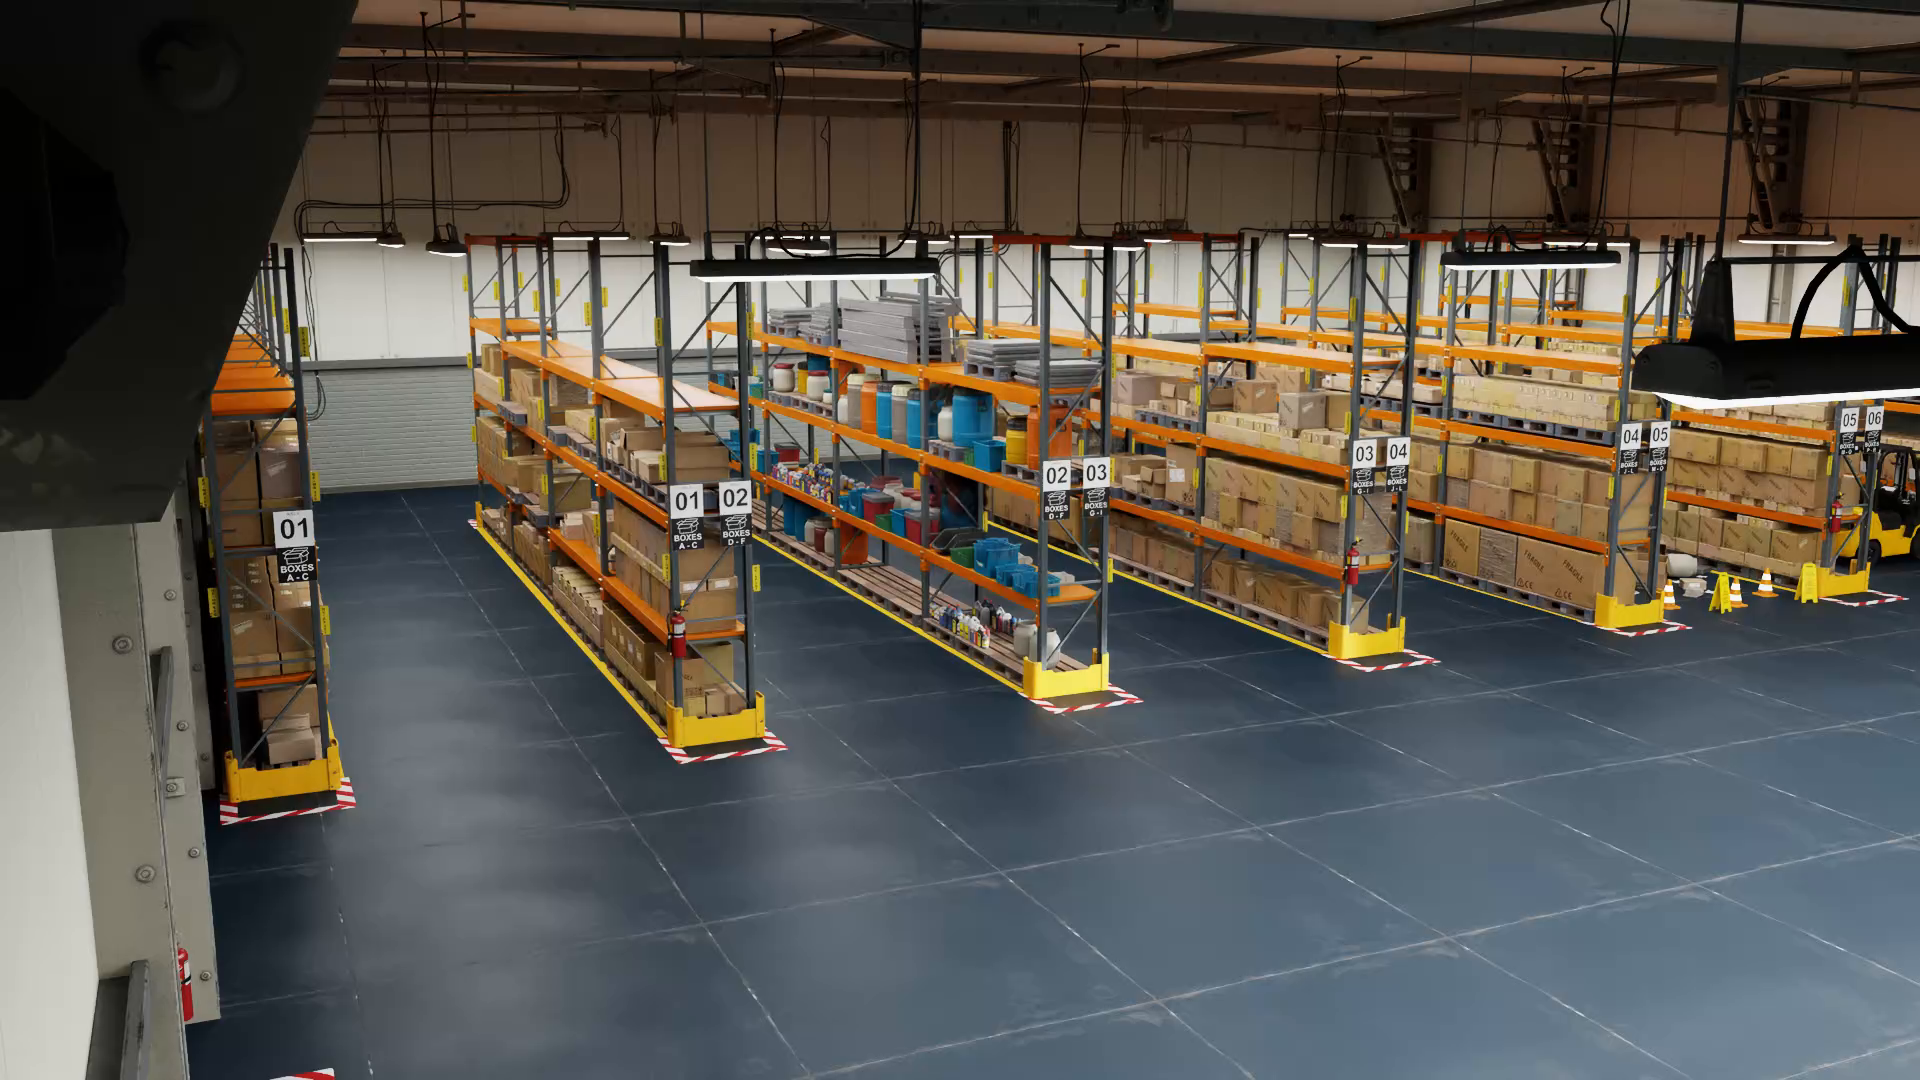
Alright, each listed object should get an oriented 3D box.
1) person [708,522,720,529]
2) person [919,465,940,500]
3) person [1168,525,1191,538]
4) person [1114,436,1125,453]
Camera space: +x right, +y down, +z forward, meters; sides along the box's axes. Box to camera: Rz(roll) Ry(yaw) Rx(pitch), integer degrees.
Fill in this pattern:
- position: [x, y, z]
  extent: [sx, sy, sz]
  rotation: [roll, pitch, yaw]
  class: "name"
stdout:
- position: [-4.599, -0.450, 30.964]
  extent: [0.661, 1.730, 0.585]
  rotation: [-4, 12, -21]
  class: "person"
- position: [-0.618, -1.125, 34.677]
  extent: [0.536, 1.609, 0.875]
  rotation: [-6, 12, -27]
  class: "person"
- position: [4.405, -0.780, 32.784]
  extent: [0.712, 1.727, 0.889]
  rotation: [-7, 13, -30]
  class: "person"
- position: [4.172, -2.725, 43.090]
  extent: [0.870, 1.586, 0.566]
  rotation: [-11, 15, -43]
  class: "person"
